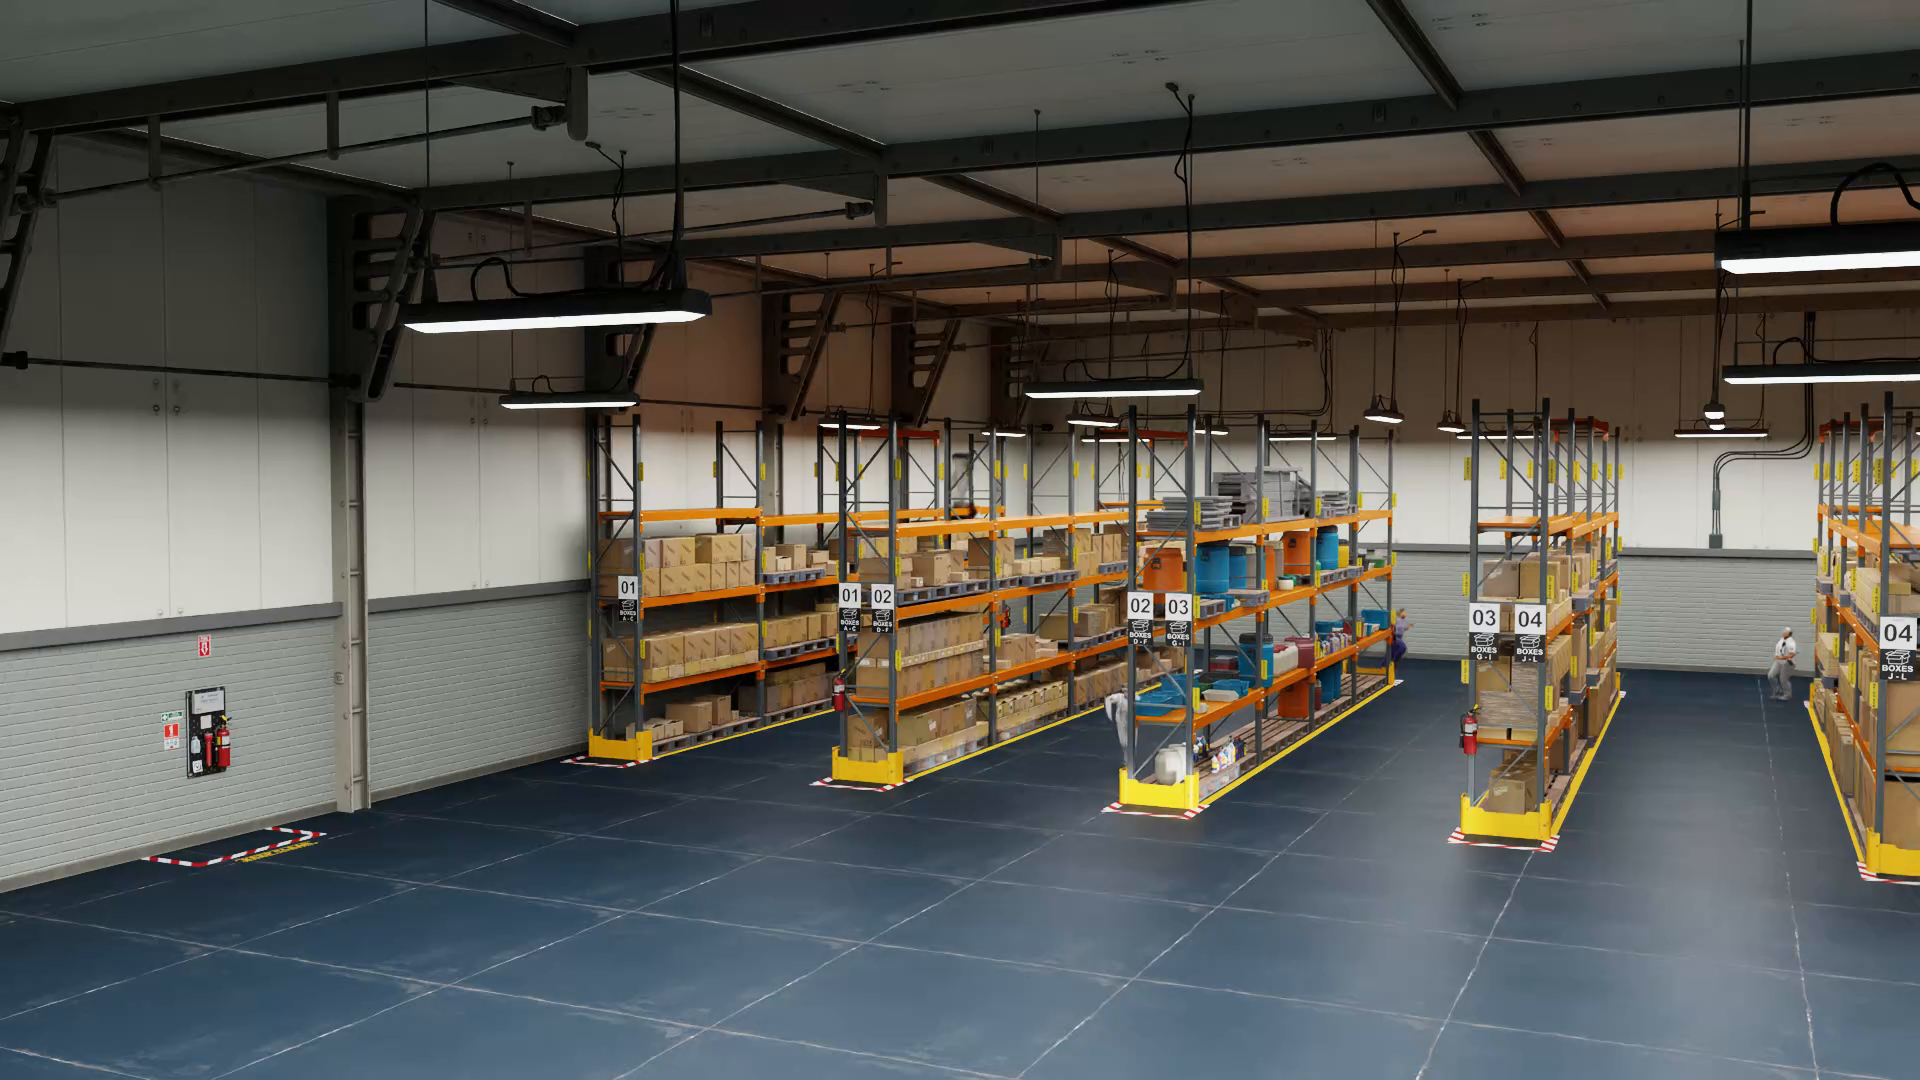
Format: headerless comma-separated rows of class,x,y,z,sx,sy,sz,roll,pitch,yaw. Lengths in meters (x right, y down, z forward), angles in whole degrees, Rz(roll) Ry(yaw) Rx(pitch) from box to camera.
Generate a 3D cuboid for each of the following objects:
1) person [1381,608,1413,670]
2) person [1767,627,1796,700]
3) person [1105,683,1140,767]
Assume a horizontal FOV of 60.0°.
person,10.931,2.479,41.673,0.846,1.571,0.592,2,3,42
person,17.950,2.705,36.245,0.585,1.646,0.663,-1,2,-13
person,2.761,3.114,27.983,0.641,1.490,0.749,0,2,5
